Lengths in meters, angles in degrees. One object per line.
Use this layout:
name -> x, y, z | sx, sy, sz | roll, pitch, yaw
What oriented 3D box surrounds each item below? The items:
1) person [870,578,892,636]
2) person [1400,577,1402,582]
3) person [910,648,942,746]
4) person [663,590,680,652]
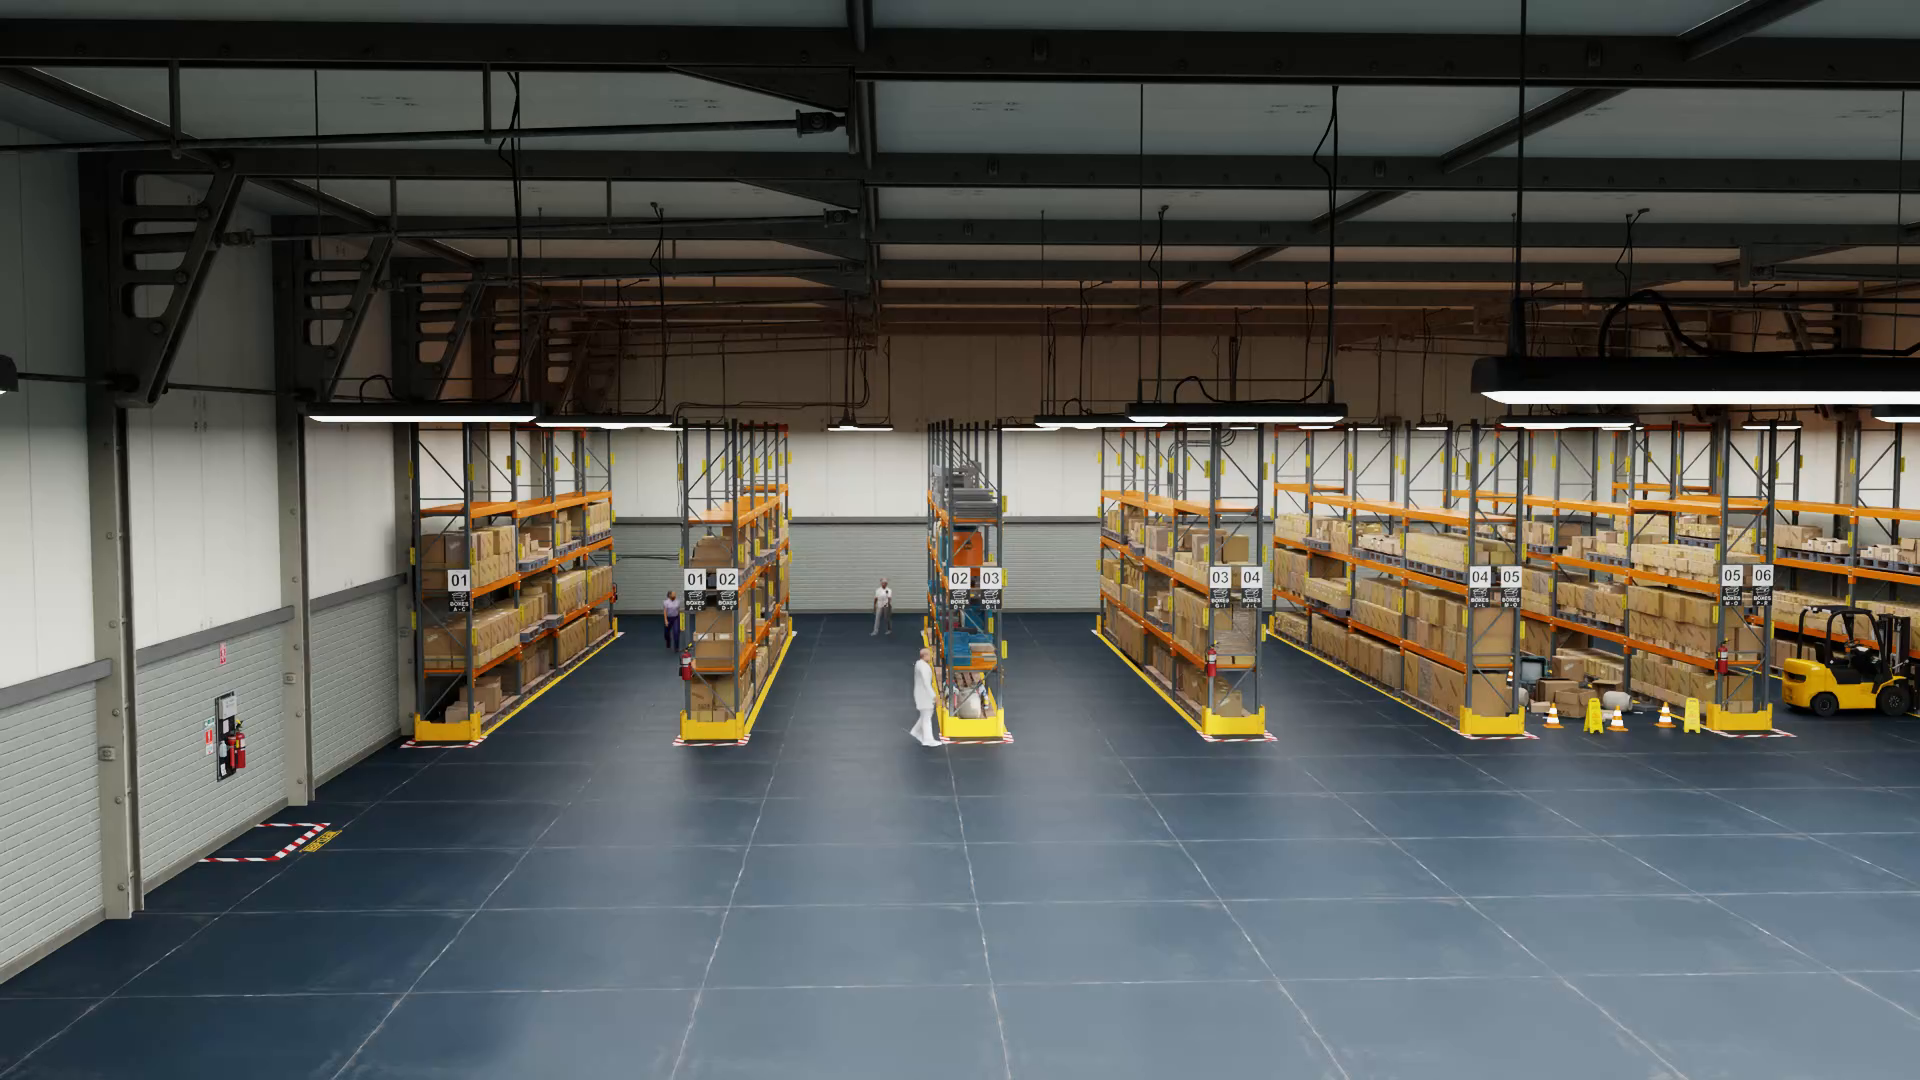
person -> -2.231, 1.880, 46.919 | 0.629, 1.632, 1.035 | 2, 4, 24
person -> 12.339, 1.866, 46.306 | 0.630, 1.820, 0.532 | -3, 4, -36
person -> -0.639, 2.876, 30.597 | 0.568, 1.785, 0.723 | -1, 4, -9
person -> -7.531, 2.114, 43.585 | 0.461, 1.612, 0.665 | 0, 4, -4
